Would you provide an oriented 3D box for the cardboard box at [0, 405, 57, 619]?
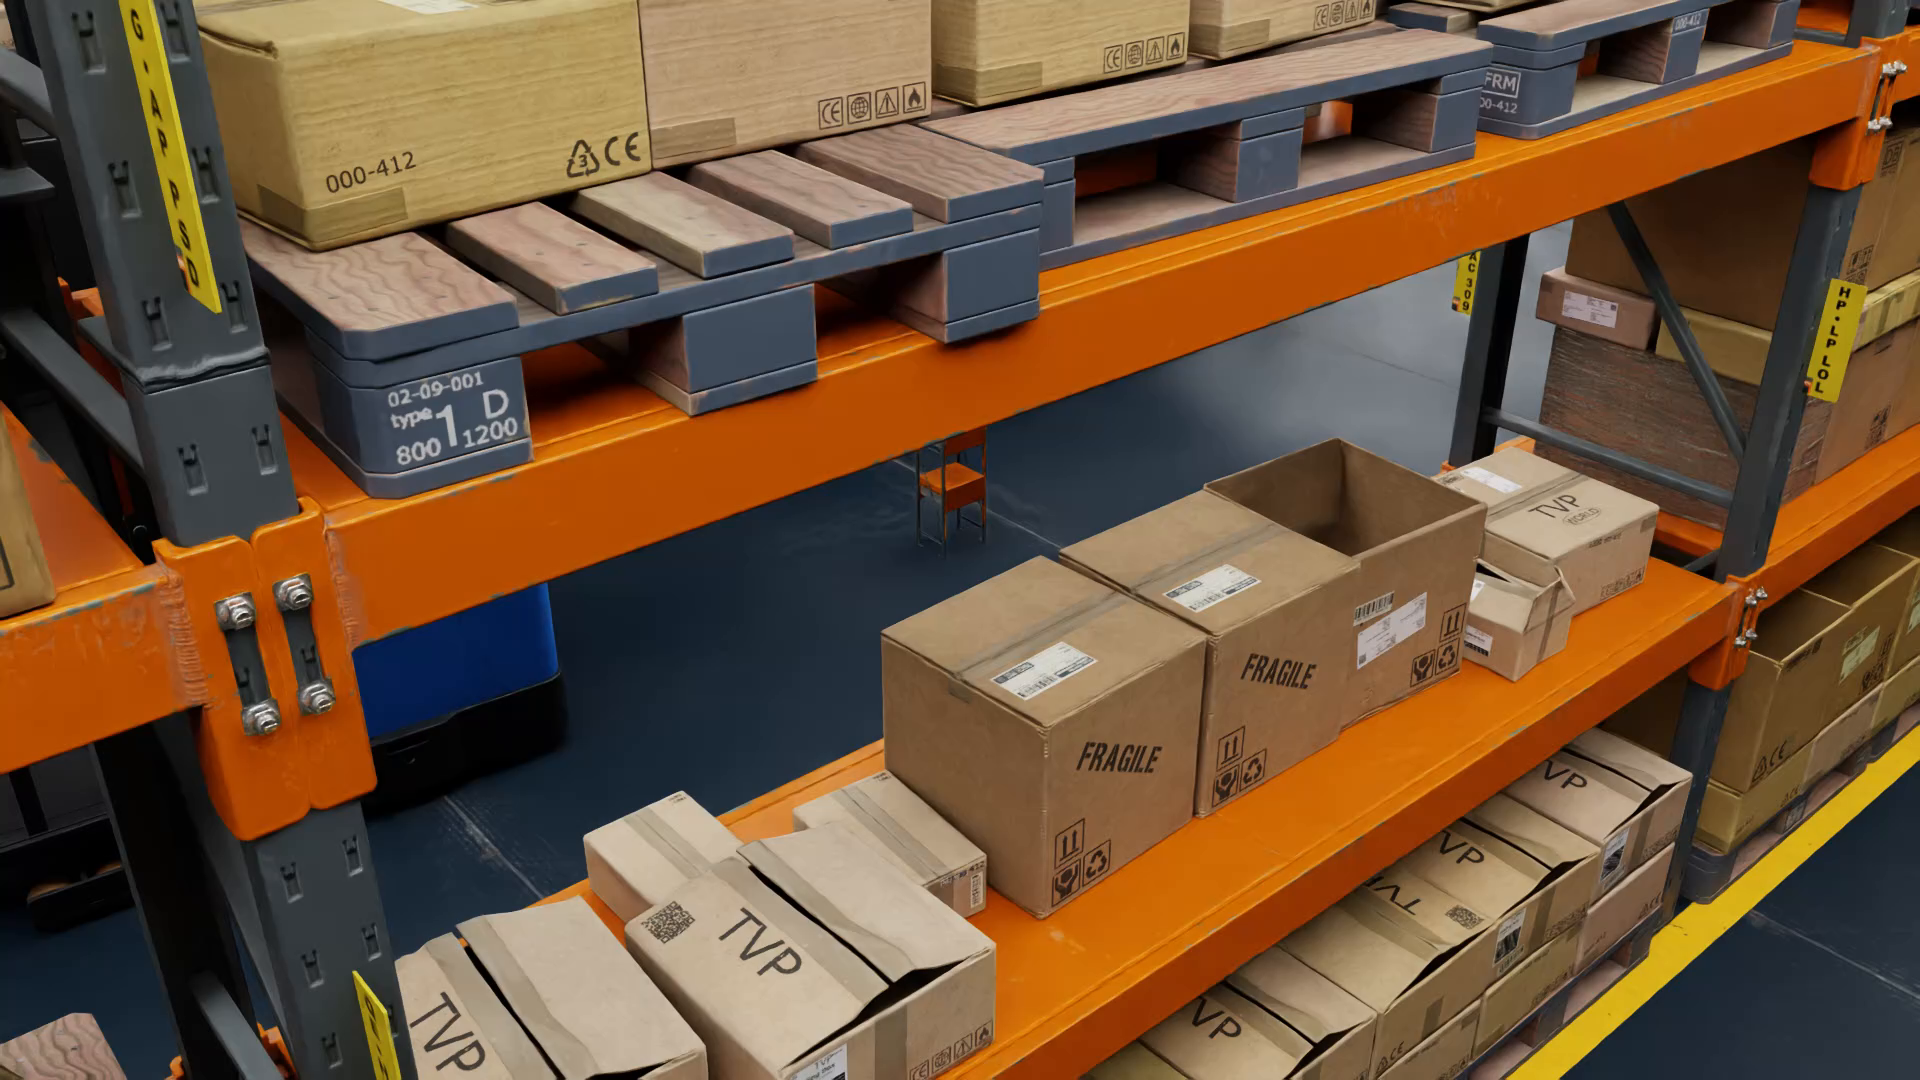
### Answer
[{"bbox_3d":[-1.397,-0.241,1.731,0.500,0.500,0.910,-22,35,-35],"label":"cardboard box"}]

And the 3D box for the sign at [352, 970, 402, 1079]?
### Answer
[{"bbox_3d":[-0.728,0.696,2.121,0.005,0.325,0.100,-22,35,-35],"label":"sign"}]

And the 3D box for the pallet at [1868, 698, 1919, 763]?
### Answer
[{"bbox_3d":[3.517,0.383,6.810,1.213,0.211,1.003,-22,35,-35],"label":"pallet"}]

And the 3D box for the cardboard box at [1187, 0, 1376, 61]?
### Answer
[{"bbox_3d":[0.462,-1.123,3.199,0.500,0.250,0.500,25,37,38],"label":"cardboard box"}]

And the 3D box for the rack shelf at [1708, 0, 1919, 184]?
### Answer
[{"bbox_3d":[3.477,-1.861,5.631,4.000,0.370,1.077,-22,35,-35],"label":"rack shelf"}]

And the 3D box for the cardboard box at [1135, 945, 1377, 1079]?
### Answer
[{"bbox_3d":[0.676,1.229,4.145,0.500,0.311,0.500,-22,35,-36],"label":"cardboard box"}]

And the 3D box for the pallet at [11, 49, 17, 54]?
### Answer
[{"bbox_3d":[-6.035,-3.109,10.588,1.213,0.211,1.003,-22,35,-35],"label":"pallet"}]

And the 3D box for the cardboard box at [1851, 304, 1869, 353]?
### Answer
[{"bbox_3d":[2.477,-0.663,5.014,0.250,0.149,0.380,-21,35,-34],"label":"cardboard box"}]

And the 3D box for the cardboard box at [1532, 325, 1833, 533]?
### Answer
[{"bbox_3d":[2.289,-0.426,5.258,0.500,0.500,0.700,-23,36,-36],"label":"cardboard box"}]

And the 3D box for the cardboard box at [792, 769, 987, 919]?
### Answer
[{"bbox_3d":[-0.153,0.681,3.561,0.250,0.149,0.380,-19,34,-31],"label":"cardboard box"}]

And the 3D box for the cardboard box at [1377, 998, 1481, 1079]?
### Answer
[{"bbox_3d":[1.054,1.325,4.559,0.500,0.250,0.500,-21,35,-34],"label":"cardboard box"}]

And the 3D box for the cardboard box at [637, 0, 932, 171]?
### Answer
[{"bbox_3d":[-0.391,-0.788,2.573,0.500,0.250,0.500,-21,34,-34],"label":"cardboard box"}]

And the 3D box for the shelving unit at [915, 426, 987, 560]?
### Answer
[{"bbox_3d":[-0.041,-0.447,7.472,0.252,1.050,0.215,-22,35,-35],"label":"shelving unit"}]

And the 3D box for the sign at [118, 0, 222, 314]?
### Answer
[{"bbox_3d":[-0.736,-0.376,1.539,0.005,0.325,0.100,-22,35,-35],"label":"sign"}]

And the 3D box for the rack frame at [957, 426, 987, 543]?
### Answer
[{"bbox_3d":[0.052,-0.484,7.542,0.008,1.050,0.200,-22,35,-35],"label":"rack frame"}]

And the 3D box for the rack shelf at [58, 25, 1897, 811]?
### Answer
[{"bbox_3d":[0.434,-0.637,3.341,4.000,0.370,1.077,-22,35,-35],"label":"rack shelf"}]

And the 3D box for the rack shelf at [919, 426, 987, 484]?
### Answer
[{"bbox_3d":[-0.041,-0.437,7.477,0.240,0.259,0.215,-22,35,-35],"label":"rack shelf"}]

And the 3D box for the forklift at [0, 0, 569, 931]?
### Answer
[{"bbox_3d":[-2.982,-0.317,5.233,3.031,2.935,1.130,-18,33,-30],"label":"forklift"}]

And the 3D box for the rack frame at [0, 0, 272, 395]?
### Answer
[{"bbox_3d":[-1.087,-1.666,1.320,0.127,3.000,1.000,-22,35,-35],"label":"rack frame"}]

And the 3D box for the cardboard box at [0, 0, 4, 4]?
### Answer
[{"bbox_3d":[-5.730,-3.464,10.494,0.637,0.503,0.797,-18,33,-30],"label":"cardboard box"}]

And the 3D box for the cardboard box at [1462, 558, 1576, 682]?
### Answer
[{"bbox_3d":[1.406,0.151,4.428,0.258,0.266,0.396,-23,36,-36],"label":"cardboard box"}]

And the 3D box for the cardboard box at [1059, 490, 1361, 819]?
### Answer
[{"bbox_3d":[0.579,0.256,3.983,0.500,0.500,0.500,-22,35,-35],"label":"cardboard box"}]

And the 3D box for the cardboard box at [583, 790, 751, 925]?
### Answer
[{"bbox_3d":[-0.582,0.717,3.493,0.250,0.149,0.380,-22,35,-35],"label":"cardboard box"}]

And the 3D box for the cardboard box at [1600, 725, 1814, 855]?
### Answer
[{"bbox_3d":[2.505,0.751,5.634,0.500,0.250,0.500,-22,35,-35],"label":"cardboard box"}]

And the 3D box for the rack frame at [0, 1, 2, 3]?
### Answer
[{"bbox_3d":[-10.903,-7.350,18.321,0.127,3.000,1.000,-22,35,-35],"label":"rack frame"}]

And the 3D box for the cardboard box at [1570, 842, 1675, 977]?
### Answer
[{"bbox_3d":[1.829,1.015,5.141,0.500,0.250,0.500,-22,35,-35],"label":"cardboard box"}]

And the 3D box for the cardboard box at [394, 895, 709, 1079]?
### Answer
[{"bbox_3d":[-0.782,0.924,2.933,0.500,0.311,0.500,-19,34,-32],"label":"cardboard box"}]

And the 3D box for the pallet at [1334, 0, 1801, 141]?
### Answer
[{"bbox_3d":[1.293,-1.208,3.848,1.217,0.209,0.805,-24,36,-37],"label":"pallet"}]

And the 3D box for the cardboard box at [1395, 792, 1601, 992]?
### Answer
[{"bbox_3d":[1.442,0.925,4.714,0.500,0.311,0.500,-21,34,-34],"label":"cardboard box"}]

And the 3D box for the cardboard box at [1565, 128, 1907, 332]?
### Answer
[{"bbox_3d":[2.289,-0.998,4.952,0.500,0.500,0.700,-22,35,-35],"label":"cardboard box"}]

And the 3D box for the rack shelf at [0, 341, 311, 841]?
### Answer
[{"bbox_3d":[-2.609,0.586,1.051,4.000,0.370,1.077,-22,35,-35],"label":"rack shelf"}]

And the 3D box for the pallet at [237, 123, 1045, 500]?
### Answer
[{"bbox_3d":[-0.629,-0.499,2.520,1.003,0.211,1.213,-20,34,-33],"label":"pallet"}]

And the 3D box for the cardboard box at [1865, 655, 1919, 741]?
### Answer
[{"bbox_3d":[3.273,0.449,6.200,0.500,0.250,0.500,-22,35,-35],"label":"cardboard box"}]

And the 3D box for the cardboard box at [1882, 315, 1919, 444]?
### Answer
[{"bbox_3d":[3.071,-0.741,5.849,0.500,0.500,0.700,-21,35,-34],"label":"cardboard box"}]

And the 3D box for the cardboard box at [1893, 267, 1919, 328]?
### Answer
[{"bbox_3d":[2.871,-0.824,5.314,0.250,0.149,0.380,-22,35,-35],"label":"cardboard box"}]

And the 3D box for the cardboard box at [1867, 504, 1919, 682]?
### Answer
[{"bbox_3d":[3.273,0.118,6.024,0.500,0.500,0.500,-22,35,-35],"label":"cardboard box"}]

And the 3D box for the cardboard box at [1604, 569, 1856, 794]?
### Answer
[{"bbox_3d":[2.512,0.424,5.451,0.500,0.500,0.500,-22,35,-35],"label":"cardboard box"}]
